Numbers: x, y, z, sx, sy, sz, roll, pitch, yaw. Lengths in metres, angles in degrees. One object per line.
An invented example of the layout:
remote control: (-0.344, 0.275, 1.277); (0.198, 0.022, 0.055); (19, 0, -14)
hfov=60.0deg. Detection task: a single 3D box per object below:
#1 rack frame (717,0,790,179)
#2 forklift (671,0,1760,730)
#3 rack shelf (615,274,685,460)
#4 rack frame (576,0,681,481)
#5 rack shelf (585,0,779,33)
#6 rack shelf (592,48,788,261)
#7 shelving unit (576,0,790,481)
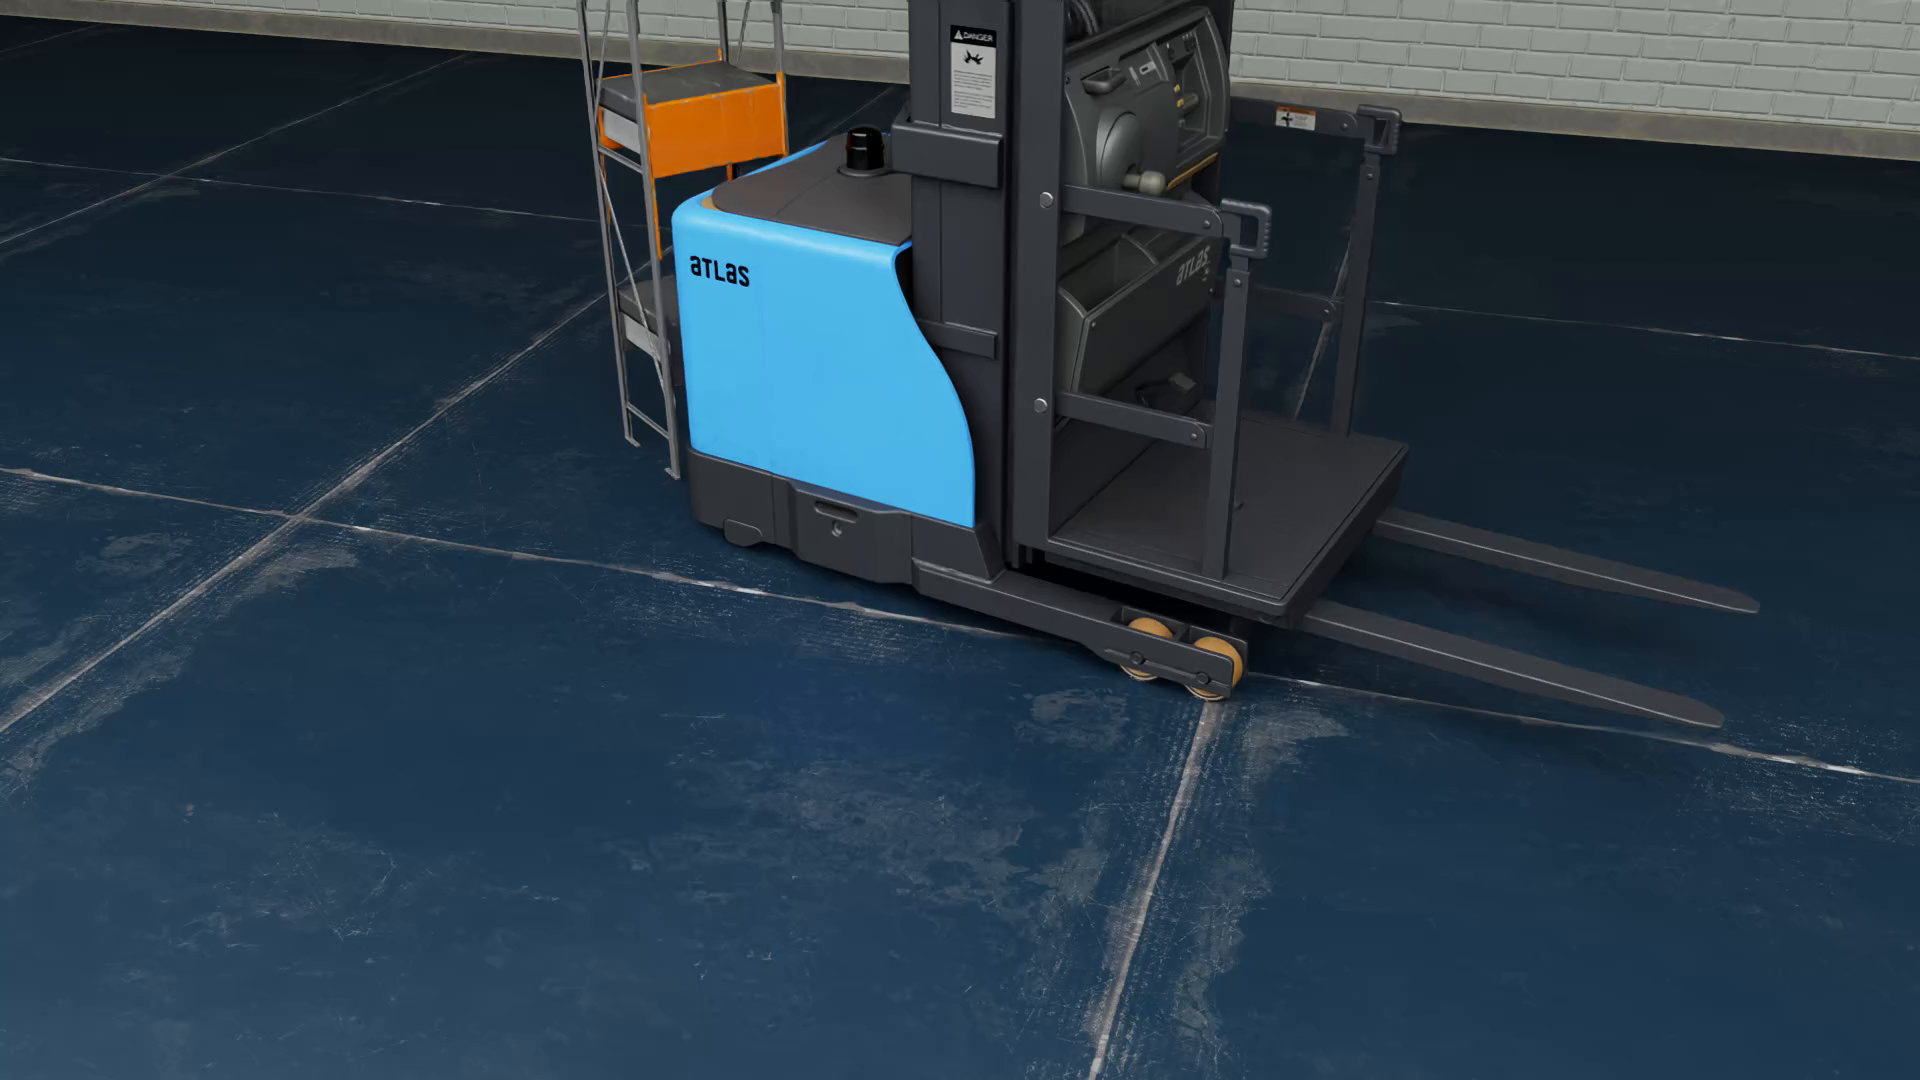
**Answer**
rack frame: (-0.671, -1.336, 5.487); (0.015, 2.100, 0.400); (-19, 35, -30)
forklift: (0.683, -1.145, 4.294); (3.031, 2.935, 1.130); (16, 33, 26)
rack shelf: (-0.867, -0.644, 5.712); (0.480, 0.518, 0.431); (-19, 35, -30)
rack frame: (-1.068, -1.196, 5.240); (0.015, 2.100, 0.400); (-19, 35, -30)
rack shelf: (-0.872, -1.865, 5.028); (0.480, 0.518, 0.431); (-19, 35, -30)
rack shelf: (-0.869, -1.254, 5.370); (0.480, 0.518, 0.431); (-19, 35, -30)
shelving unit: (-0.869, -1.266, 5.363); (0.503, 2.100, 0.431); (-19, 35, -30)
